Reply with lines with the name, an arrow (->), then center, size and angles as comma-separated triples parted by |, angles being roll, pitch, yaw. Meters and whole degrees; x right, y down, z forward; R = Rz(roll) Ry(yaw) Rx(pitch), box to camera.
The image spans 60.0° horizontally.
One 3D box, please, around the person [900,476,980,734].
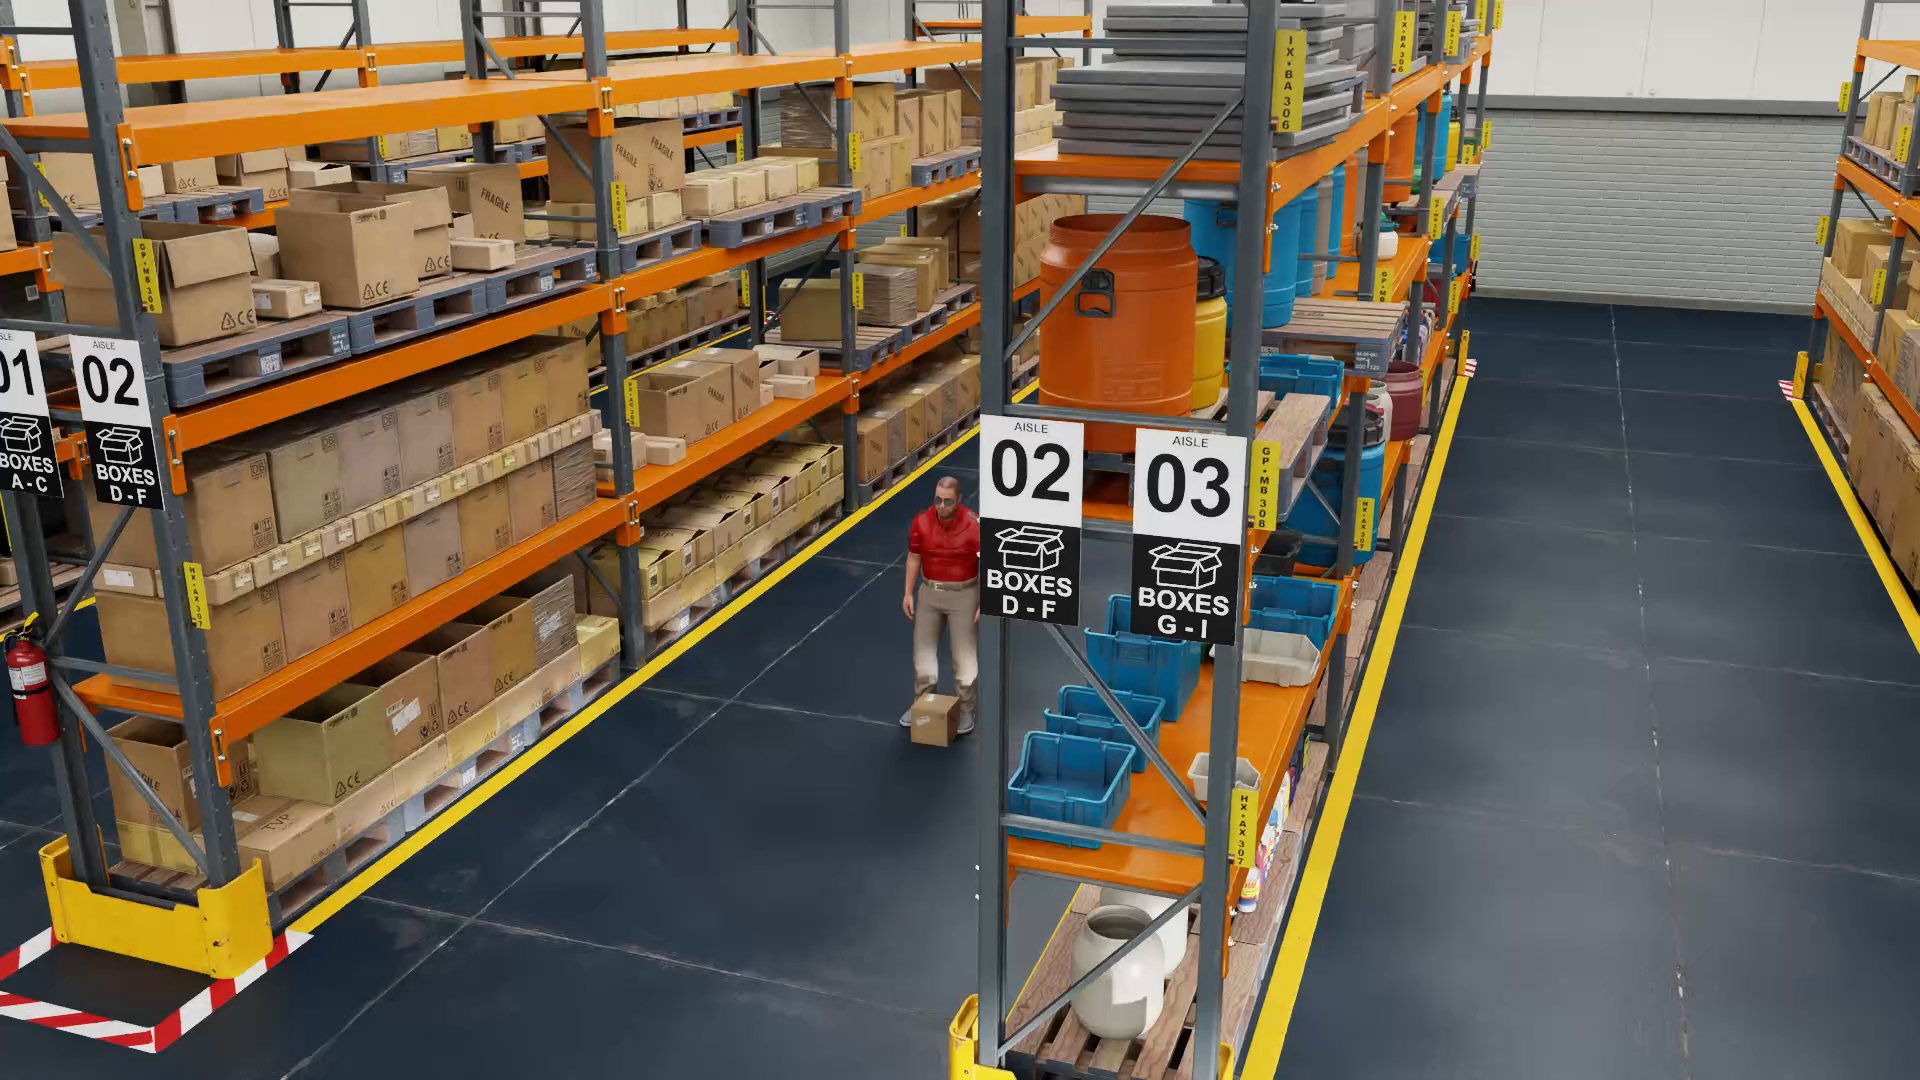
person -> -0.089, 0.397, 10.896 | 0.586, 1.726, 0.389 | 6, 19, 16
